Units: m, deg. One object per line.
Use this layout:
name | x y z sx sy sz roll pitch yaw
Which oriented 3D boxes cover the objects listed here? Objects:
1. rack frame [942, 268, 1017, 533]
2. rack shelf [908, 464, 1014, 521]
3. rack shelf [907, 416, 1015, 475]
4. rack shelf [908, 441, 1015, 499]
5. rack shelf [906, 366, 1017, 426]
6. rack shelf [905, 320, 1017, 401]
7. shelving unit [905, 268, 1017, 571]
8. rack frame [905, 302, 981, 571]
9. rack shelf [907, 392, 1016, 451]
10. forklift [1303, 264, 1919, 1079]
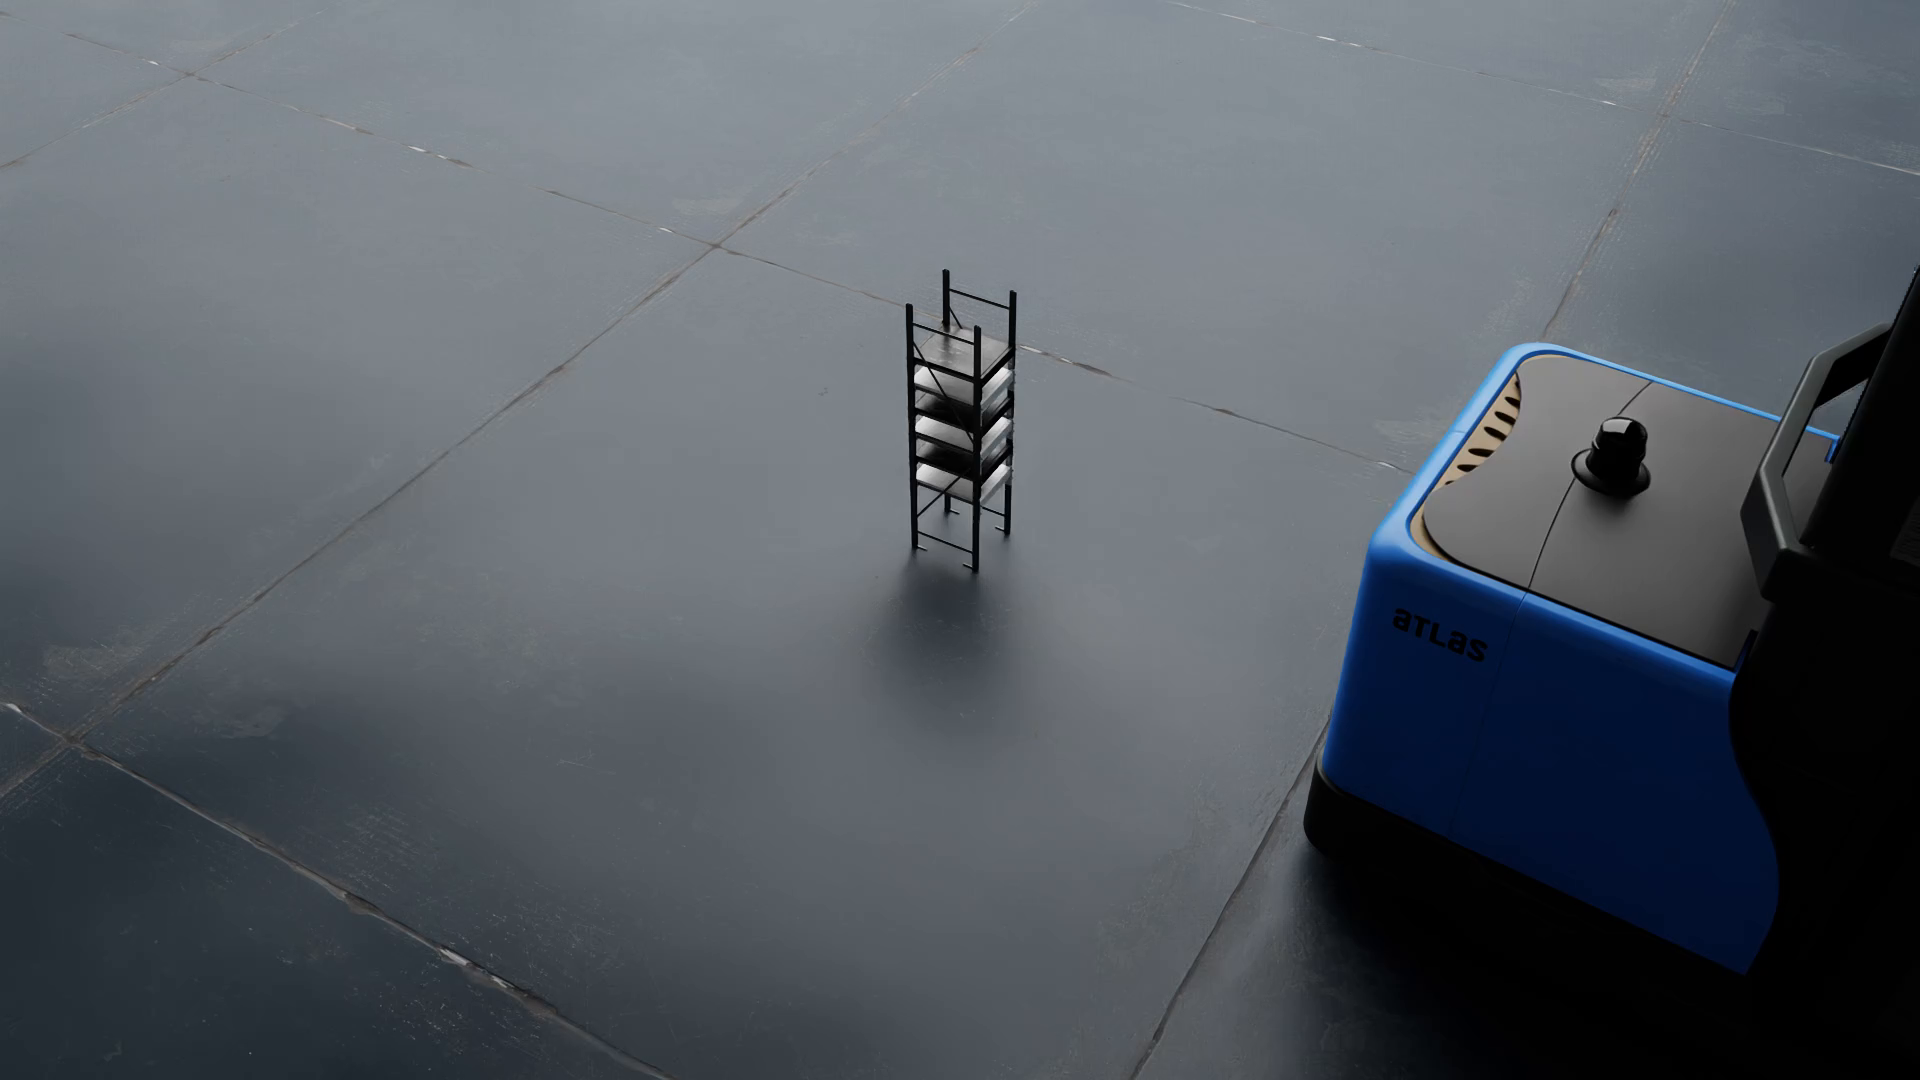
rack frame | 0.055 -0.401 5.024 0.240 0.900 0.006 21 45 22
rack shelf | 0.004 -0.182 5.099 0.258 0.077 0.200 21 45 22
rack shelf | 0.004 -0.317 4.980 0.258 0.077 0.200 21 45 22
rack shelf | 0.004 -0.250 5.039 0.258 0.077 0.200 21 45 22
rack shelf | 0.004 -0.452 4.861 0.258 0.077 0.200 21 45 22
rack shelf | 0.004 -0.520 4.801 0.258 0.077 0.200 21 45 22
shelving unit | 0.004 -0.342 4.958 0.258 0.900 0.210 21 45 22
rack frame | -0.047 -0.284 4.892 0.240 0.900 0.006 21 45 22
rack shelf | 0.004 -0.385 4.920 0.258 0.077 0.200 21 45 22
forklift | 2.398 -0.016 3.050 3.031 2.935 1.130 24 47 24
